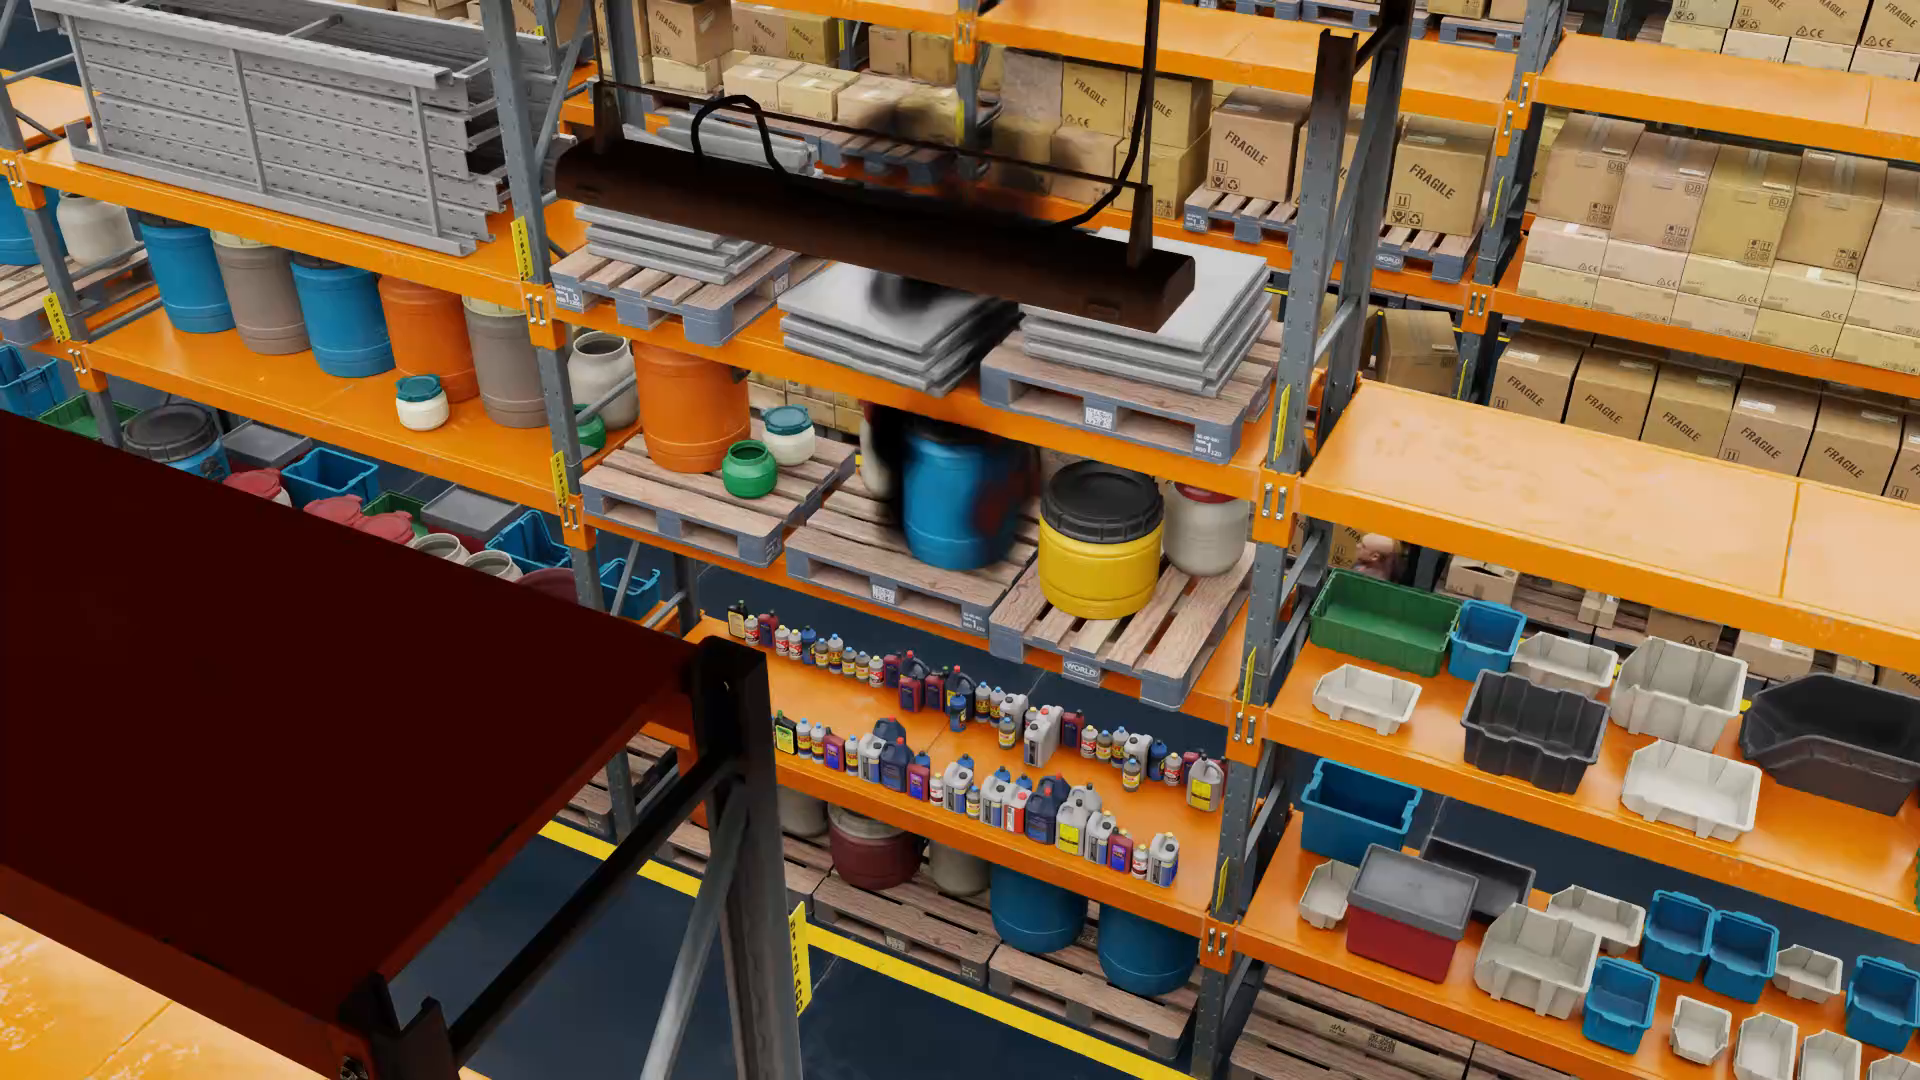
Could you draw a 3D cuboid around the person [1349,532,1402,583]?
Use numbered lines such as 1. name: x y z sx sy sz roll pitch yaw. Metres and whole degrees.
1. person: 2.698 0.678 11.454 0.691 1.655 0.680 7 36 9
